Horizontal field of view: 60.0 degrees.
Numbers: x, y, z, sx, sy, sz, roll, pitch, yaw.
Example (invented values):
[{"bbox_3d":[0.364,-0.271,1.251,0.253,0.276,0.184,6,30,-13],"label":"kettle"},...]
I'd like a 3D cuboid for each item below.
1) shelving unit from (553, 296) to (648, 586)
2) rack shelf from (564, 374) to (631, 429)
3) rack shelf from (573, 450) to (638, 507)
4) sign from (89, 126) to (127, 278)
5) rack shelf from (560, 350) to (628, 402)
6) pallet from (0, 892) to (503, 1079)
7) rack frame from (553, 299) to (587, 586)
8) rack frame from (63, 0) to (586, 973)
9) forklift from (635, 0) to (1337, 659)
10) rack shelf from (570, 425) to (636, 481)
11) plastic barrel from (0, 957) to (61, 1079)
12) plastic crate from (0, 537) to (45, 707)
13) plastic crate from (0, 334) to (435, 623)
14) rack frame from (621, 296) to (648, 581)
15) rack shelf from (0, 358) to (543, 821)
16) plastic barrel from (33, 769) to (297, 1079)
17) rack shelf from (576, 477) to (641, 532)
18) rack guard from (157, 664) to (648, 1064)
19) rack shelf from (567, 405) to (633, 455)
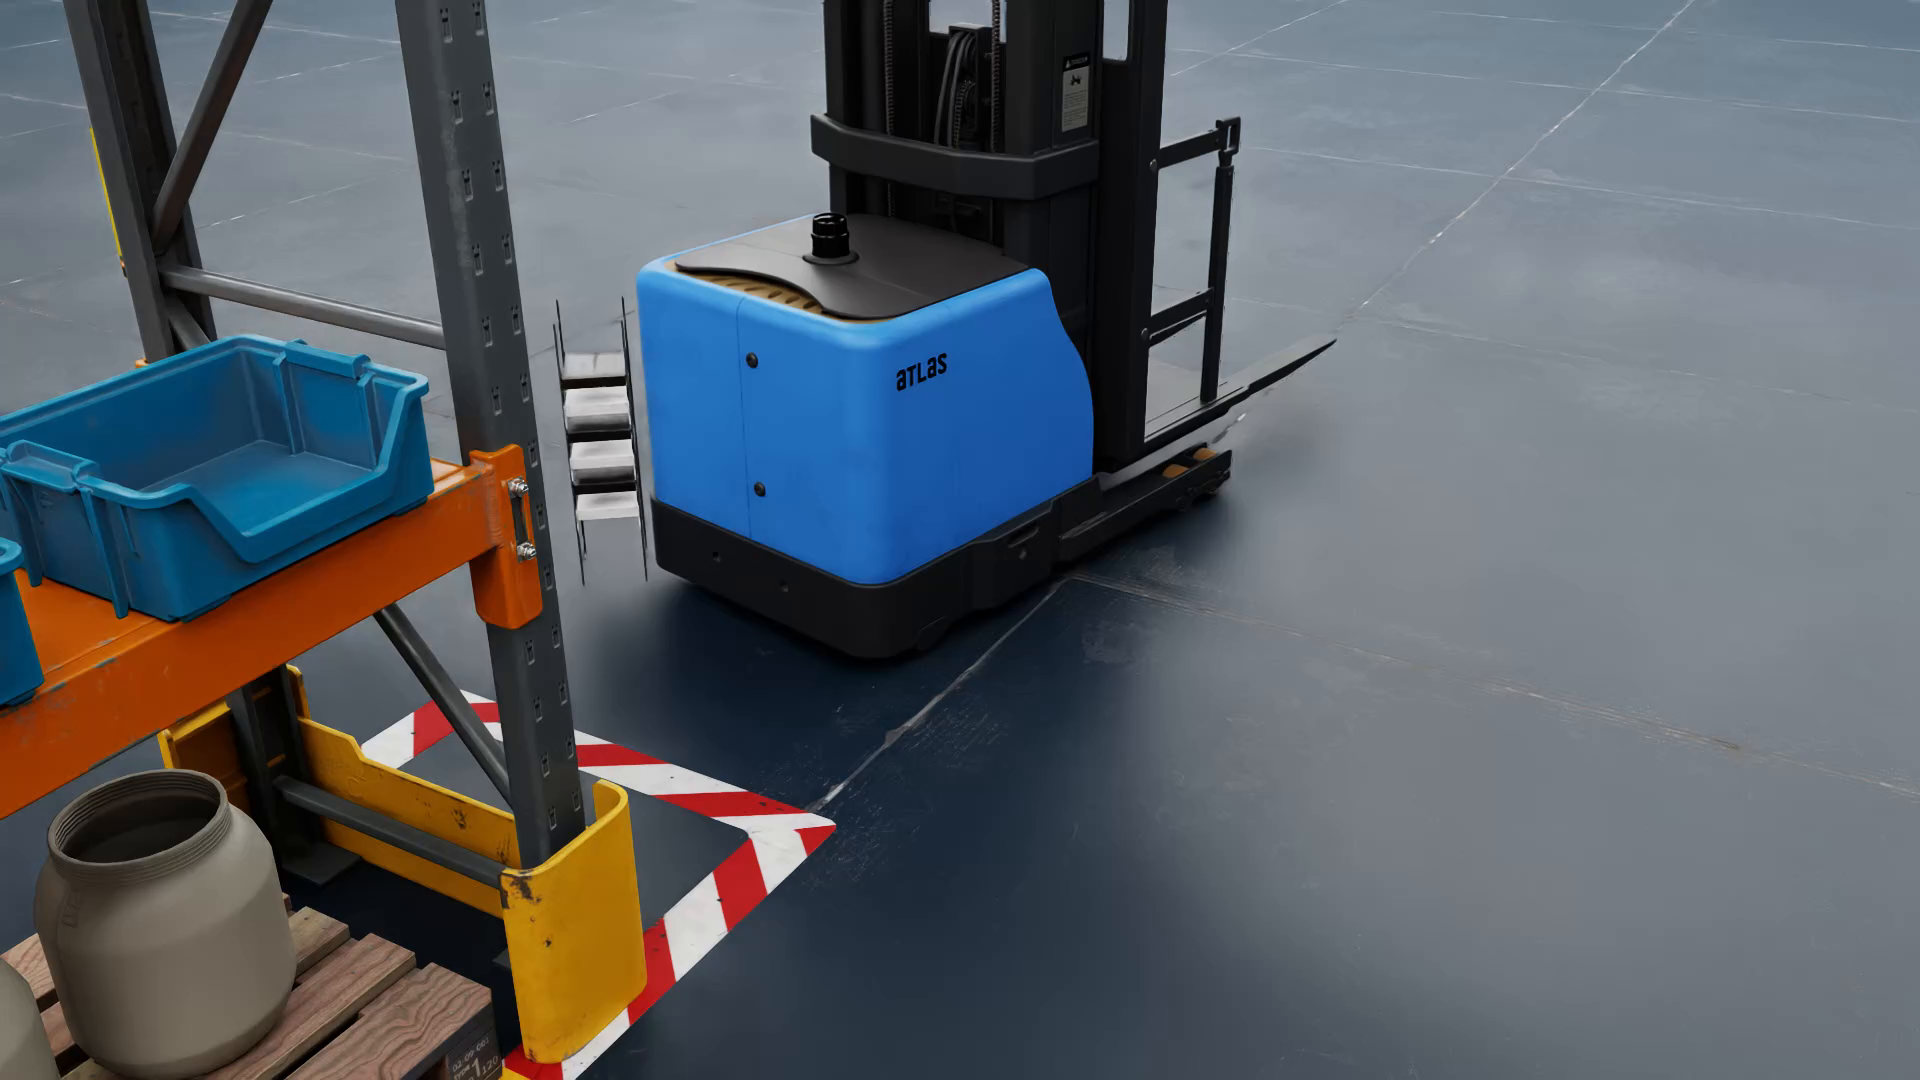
[{"bbox_3d":[-1.154,-0.313,5.371,0.210,0.900,0.258,-4,27,-9],"label":"shelving unit"},{"bbox_3d":[-1.154,-0.444,5.305,0.200,0.077,0.258,-4,27,-9],"label":"rack shelf"},{"bbox_3d":[-1.154,-0.203,5.426,0.200,0.077,0.258,-4,27,-9],"label":"rack shelf"},{"bbox_3d":[-1.756,-0.701,3.489,0.100,0.325,0.005,14,30,26],"label":"sign"},{"bbox_3d":[-1.154,-0.525,5.265,0.200,0.077,0.258,-4,27,-9],"label":"rack shelf"},{"bbox_3d":[-1.680,1.148,3.220,1.003,0.211,1.213,14,30,26],"label":"pallet"},{"bbox_3d":[-1.254,-0.306,5.355,0.006,0.900,0.240,-4,27,-9],"label":"rack frame"},{"bbox_3d":[-1.279,-0.454,3.306,1.000,3.000,0.127,14,30,26],"label":"rack frame"},{"bbox_3d":[0.341,-1.544,5.559,1.130,2.935,3.031,21,33,36],"label":"forklift"},{"bbox_3d":[-1.154,-0.284,5.386,0.200,0.077,0.258,-4,27,-9],"label":"rack shelf"},{"bbox_3d":[-1.783,0.939,2.833,0.421,0.512,0.421,0,27,0],"label":"plastic barrel"},{"bbox_3d":[-1.589,0.125,2.315,0.499,0.251,0.408,14,30,26],"label":"plastic crate"},{"bbox_3d":[-1.265,-0.127,2.818,0.499,0.251,0.616,14,30,26],"label":"plastic crate"},{"bbox_3d":[-1.054,-0.321,5.386,0.006,0.900,0.240,-4,27,-9],"label":"rack frame"},{"bbox_3d":[-2.263,0.647,1.910,1.077,0.370,4.000,14,30,26],"label":"rack shelf"},{"bbox_3d":[-1.536,0.744,3.223,0.421,0.512,0.421,0,27,0],"label":"plastic barrel"},{"bbox_3d":[-1.154,-0.123,5.466,0.200,0.077,0.258,-4,27,-9],"label":"rack shelf"},{"bbox_3d":[-1.276,0.704,3.786,1.175,0.500,0.348,14,30,26],"label":"rack guard"},{"bbox_3d":[-1.154,-0.364,5.345,0.200,0.077,0.258,-4,27,-9],"label":"rack shelf"}]
